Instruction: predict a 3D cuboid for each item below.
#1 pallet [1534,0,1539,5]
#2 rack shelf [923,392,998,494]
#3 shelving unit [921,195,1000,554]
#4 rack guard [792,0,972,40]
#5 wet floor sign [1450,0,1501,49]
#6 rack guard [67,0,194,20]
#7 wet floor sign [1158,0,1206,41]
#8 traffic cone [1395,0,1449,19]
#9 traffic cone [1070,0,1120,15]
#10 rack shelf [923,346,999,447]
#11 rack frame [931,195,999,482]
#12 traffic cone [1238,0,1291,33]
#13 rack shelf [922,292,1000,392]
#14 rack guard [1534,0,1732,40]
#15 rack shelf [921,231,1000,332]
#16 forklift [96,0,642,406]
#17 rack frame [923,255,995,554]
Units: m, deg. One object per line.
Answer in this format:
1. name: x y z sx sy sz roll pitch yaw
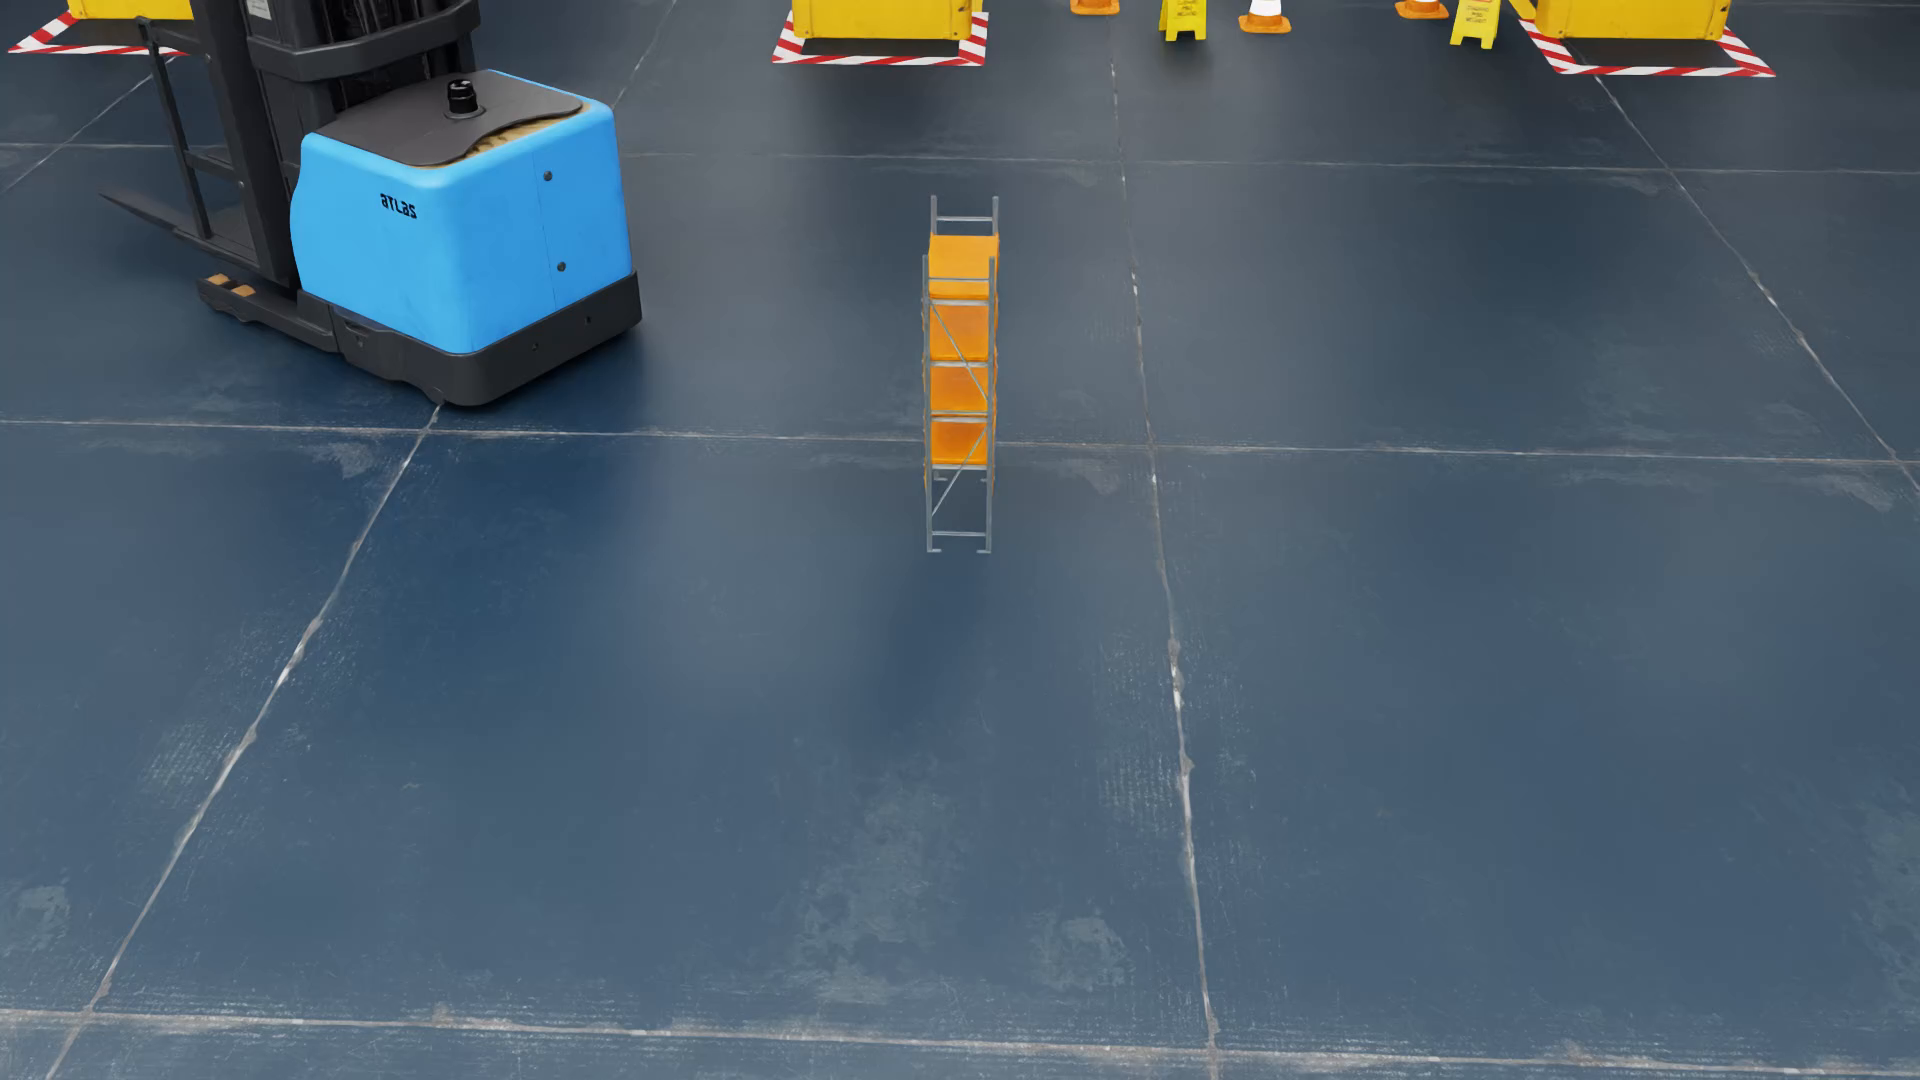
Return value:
1. pallet: 4.511 -3.947 11.683 1.003 0.211 1.213 1 35 2
2. rack shelf: 0.007 -0.368 6.193 0.258 0.148 0.480 1 35 2
3. shelving unit: 0.007 -0.586 6.040 0.258 1.200 0.503 1 35 2
4. rack guard: -0.511 -3.599 10.936 1.175 0.500 0.348 1 35 2
5. wet floor sign: 3.363 -3.531 10.713 0.267 0.644 0.232 13 37 18
6. rack guard: -5.459 -3.829 11.263 1.175 0.500 0.348 1 35 2
7. wet floor sign: 1.467 -3.609 10.825 0.267 0.644 0.232 -4 35 -6
8. traffic cone: 3.169 -3.818 11.280 0.336 0.463 0.334 1 35 2
9. traffic cone: 0.930 -3.869 11.353 0.336 0.463 0.334 1 35 2
10. rack shelf: 0.007 -0.531 6.079 0.258 0.148 0.480 1 35 2
11. rack frame: 0.016 -0.726 6.240 0.240 1.200 0.015 1 35 2
12. traffic cone: 2.046 -3.648 11.038 0.336 0.463 0.334 1 35 2
13. rack shelf: 0.007 -0.714 5.950 0.258 0.148 0.480 1 35 2
14. rack guard: 4.443 -3.600 10.937 1.175 0.500 0.348 1 35 2
15. rack shelf: 0.007 -0.907 5.814 0.258 0.148 0.480 1 35 2
16. forklift: -2.936 -2.427 7.155 3.031 2.935 1.130 23 41 29
17. rack frame: -0.003 -0.446 5.841 0.240 1.200 0.015 1 35 2
